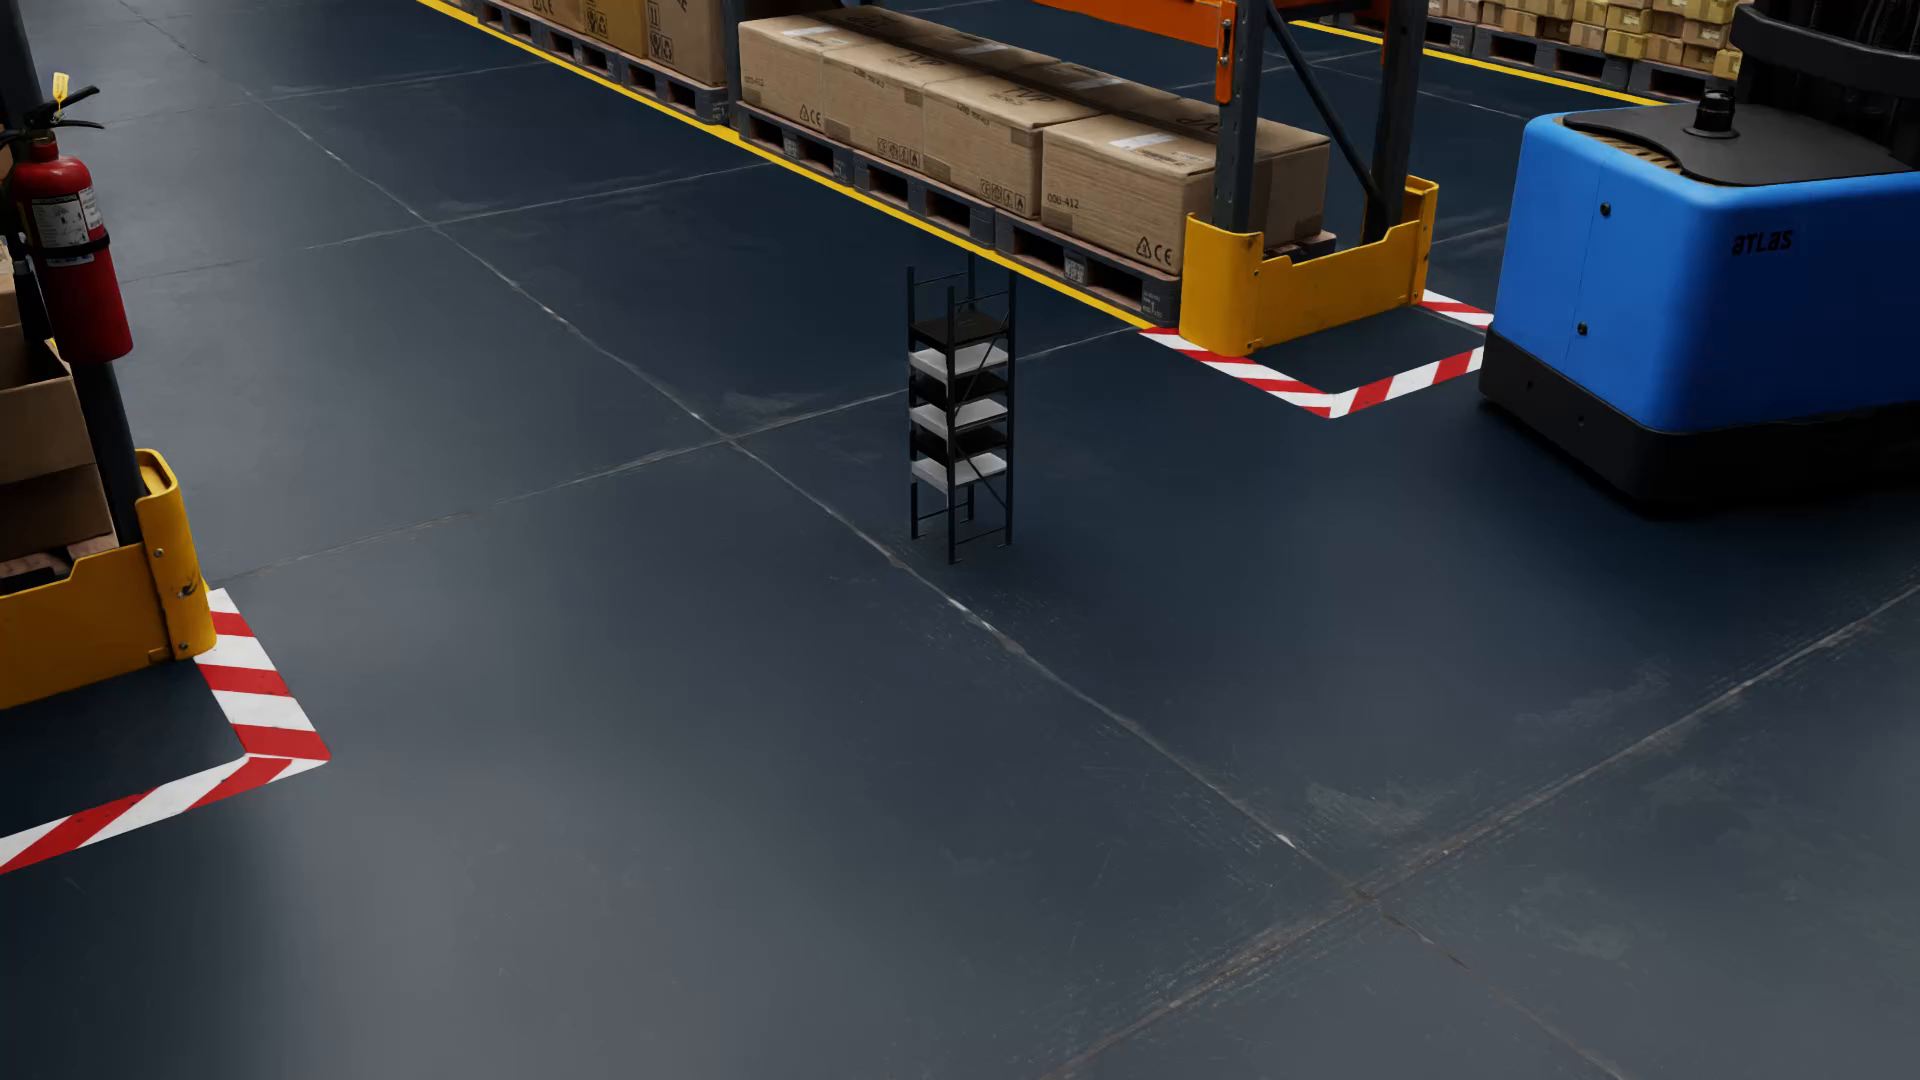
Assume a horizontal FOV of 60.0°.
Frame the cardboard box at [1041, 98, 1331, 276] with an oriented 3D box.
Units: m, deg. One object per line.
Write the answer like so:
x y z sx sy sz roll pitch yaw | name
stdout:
0.965 -1.553 7.211 0.875 0.438 0.875 -20 34 -32 | cardboard box

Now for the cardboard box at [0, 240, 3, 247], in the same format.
-3.579 -0.816 5.789 0.500 0.500 0.500 -18 33 -30 | cardboard box

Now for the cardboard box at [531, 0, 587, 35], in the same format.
-2.364 -3.987 11.234 0.875 0.875 0.875 -18 33 -30 | cardboard box

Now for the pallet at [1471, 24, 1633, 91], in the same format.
4.213 -3.279 11.066 1.003 0.211 1.213 -19 34 -31 | pallet

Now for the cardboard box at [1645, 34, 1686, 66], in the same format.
4.459 -3.044 10.260 0.380 0.149 0.250 -18 33 -30 | cardboard box

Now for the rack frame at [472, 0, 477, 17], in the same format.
-3.211 -5.375 12.005 1.000 3.000 0.127 -19 34 -31 | rack frame

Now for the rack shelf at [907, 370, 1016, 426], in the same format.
0.005 -0.442 5.002 0.258 0.077 0.200 -19 34 -31 | rack shelf

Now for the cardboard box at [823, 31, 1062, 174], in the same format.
-0.095 -2.257 8.508 0.875 0.438 0.875 -20 34 -32 | cardboard box

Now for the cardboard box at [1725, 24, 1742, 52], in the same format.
4.756 -2.980 9.830 0.380 0.149 0.250 -20 34 -32 | cardboard box

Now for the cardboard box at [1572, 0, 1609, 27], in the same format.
4.117 -3.368 10.543 0.380 0.149 0.250 -17 33 -28 | cardboard box

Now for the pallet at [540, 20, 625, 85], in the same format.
-2.112 -3.349 11.195 1.003 0.211 1.213 -19 34 -31 | pallet

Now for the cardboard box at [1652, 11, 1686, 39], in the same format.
4.489 -3.198 10.231 0.380 0.149 0.250 -19 34 -31 | cardboard box

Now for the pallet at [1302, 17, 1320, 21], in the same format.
2.630 -4.307 12.959 1.003 0.211 1.213 -19 34 -31 | pallet

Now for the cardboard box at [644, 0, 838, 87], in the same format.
-1.316 -3.290 9.951 0.875 0.875 0.875 -18 33 -29 | cardboard box

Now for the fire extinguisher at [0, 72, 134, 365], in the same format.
-2.150 -0.763 3.983 0.296 0.674 0.183 -19 34 -31 | fire extinguisher

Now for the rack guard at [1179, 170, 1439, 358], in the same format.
1.443 -1.157 6.857 1.175 0.500 0.348 -19 34 -31 | rack guard

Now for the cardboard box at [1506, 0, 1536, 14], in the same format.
3.812 -3.570 10.916 0.380 0.149 0.250 -19 34 -31 | cardboard box

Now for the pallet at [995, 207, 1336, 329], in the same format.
0.901 -1.329 7.476 1.003 0.211 1.213 -19 34 -31 | pallet

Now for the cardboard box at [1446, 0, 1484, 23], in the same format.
3.561 -3.661 11.395 0.380 0.149 0.250 -20 34 -32 | cardboard box

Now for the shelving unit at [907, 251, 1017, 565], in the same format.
0.005 -0.392 5.029 0.258 0.900 0.210 -19 34 -31 | shelving unit

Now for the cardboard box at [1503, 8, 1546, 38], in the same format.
3.818 -3.438 10.985 0.380 0.149 0.250 -20 34 -32 | cardboard box

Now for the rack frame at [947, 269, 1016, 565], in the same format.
0.064 -0.353 4.957 0.240 0.900 0.006 -19 34 -31 | rack frame

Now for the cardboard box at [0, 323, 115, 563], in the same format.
-2.890 -0.241 4.727 0.797 0.503 0.637 -20 34 -33 | cardboard box

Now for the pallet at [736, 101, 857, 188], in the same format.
-0.514 -2.278 9.223 1.003 0.211 1.213 -19 34 -31 | pallet

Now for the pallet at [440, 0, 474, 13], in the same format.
-3.664 -4.454 13.230 1.003 0.211 1.213 -19 34 -31 | pallet

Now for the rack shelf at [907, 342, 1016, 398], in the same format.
0.005 -0.521 4.959 0.258 0.077 0.200 -19 34 -31 | rack shelf

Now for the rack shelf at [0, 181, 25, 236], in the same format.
-3.772 -1.351 5.349 1.077 0.370 4.000 -19 34 -31 | rack shelf

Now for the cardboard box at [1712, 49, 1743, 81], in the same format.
4.696 -2.825 9.857 0.380 0.149 0.250 -18 33 -29 | cardboard box

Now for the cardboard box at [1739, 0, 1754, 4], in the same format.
4.790 -3.117 9.771 0.380 0.149 0.250 -18 33 -30 | cardboard box

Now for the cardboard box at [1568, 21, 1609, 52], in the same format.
4.118 -3.238 10.616 0.380 0.149 0.250 -18 33 -30 | cardboard box

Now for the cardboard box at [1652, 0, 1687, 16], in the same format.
4.438 -3.301 10.109 0.380 0.149 0.250 -20 34 -33 | cardboard box

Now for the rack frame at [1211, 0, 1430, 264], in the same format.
1.429 -2.265 6.278 1.000 3.000 0.127 -19 34 -31 | rack frame

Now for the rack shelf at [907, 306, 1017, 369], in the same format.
0.005 -0.600 4.916 0.258 0.077 0.200 -19 34 -31 | rack shelf

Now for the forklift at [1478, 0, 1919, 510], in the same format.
3.484 -1.775 5.447 3.031 2.935 1.130 -8 30 -14 | forklift
